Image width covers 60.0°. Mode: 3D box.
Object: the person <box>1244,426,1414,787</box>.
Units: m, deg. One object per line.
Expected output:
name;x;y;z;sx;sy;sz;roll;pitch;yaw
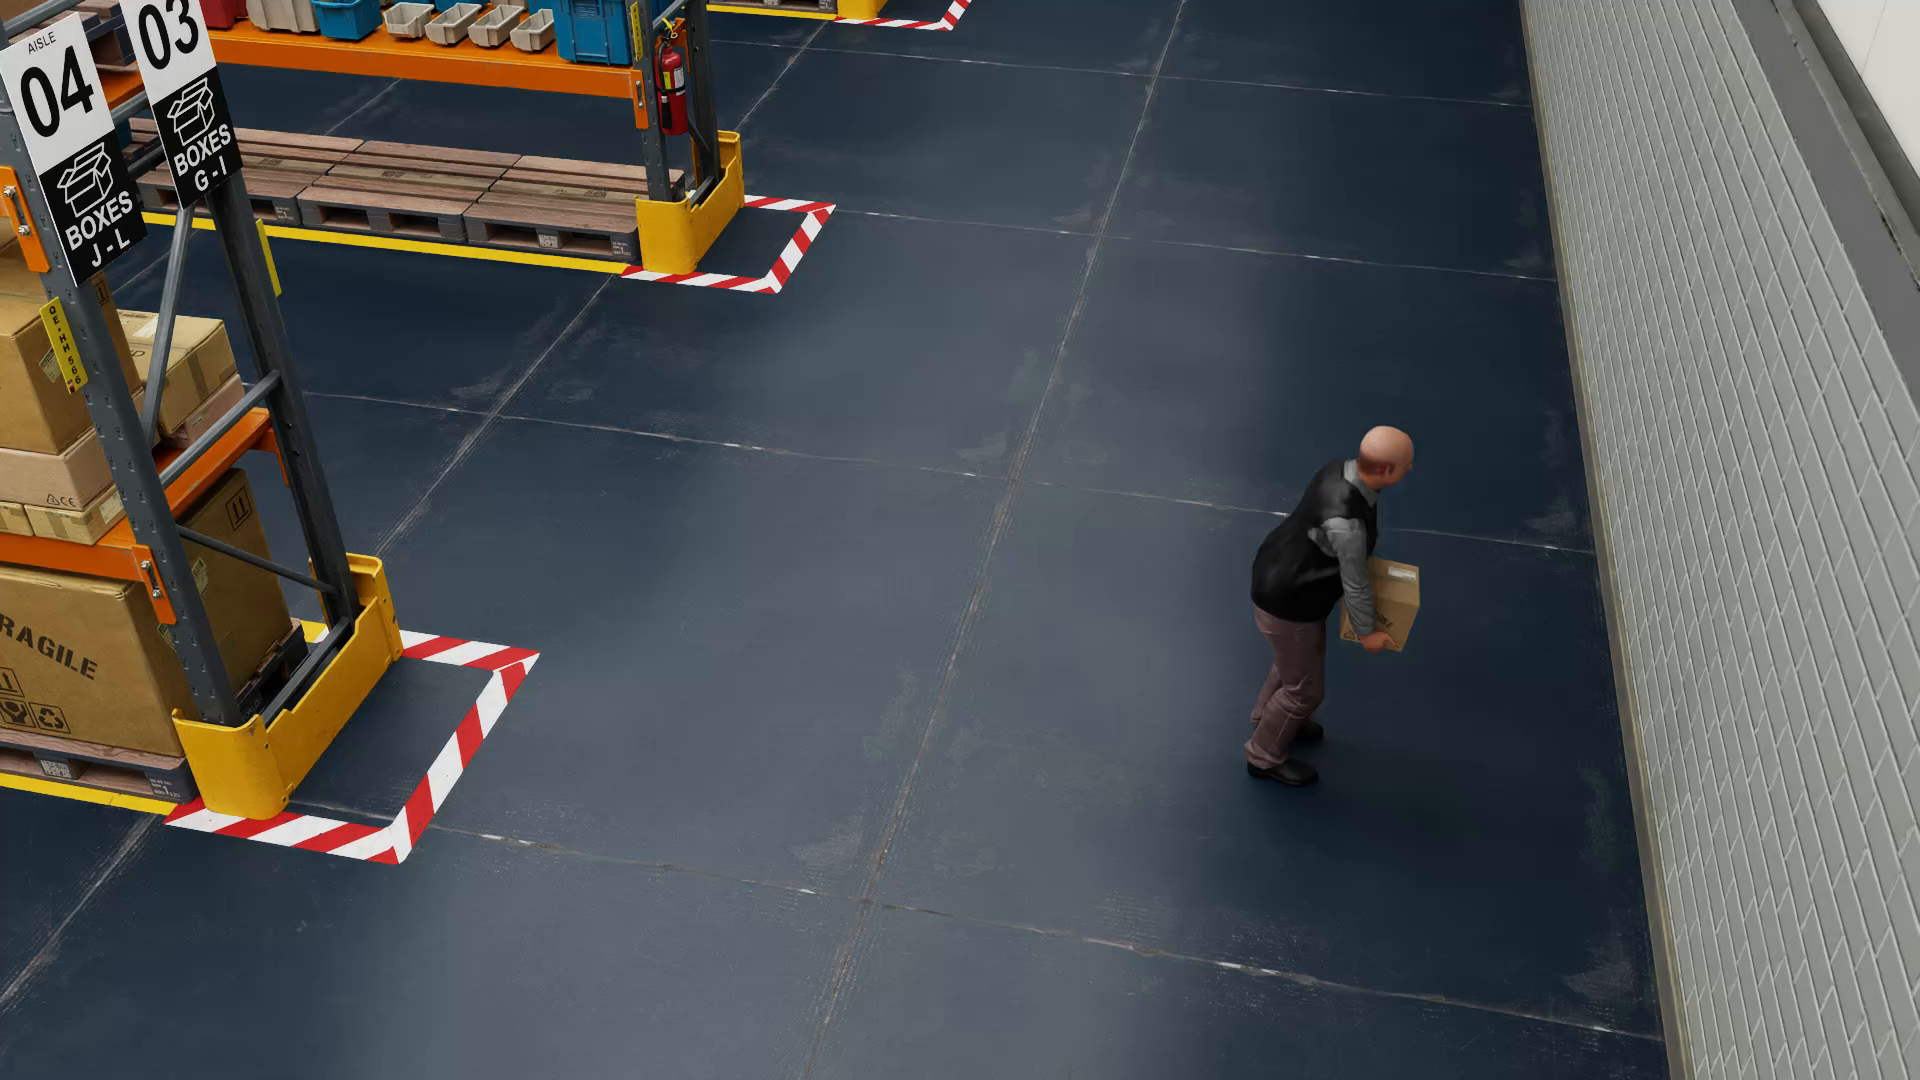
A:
person;1.467;0.250;6.694;0.601;1.672;0.479;7;37;9
